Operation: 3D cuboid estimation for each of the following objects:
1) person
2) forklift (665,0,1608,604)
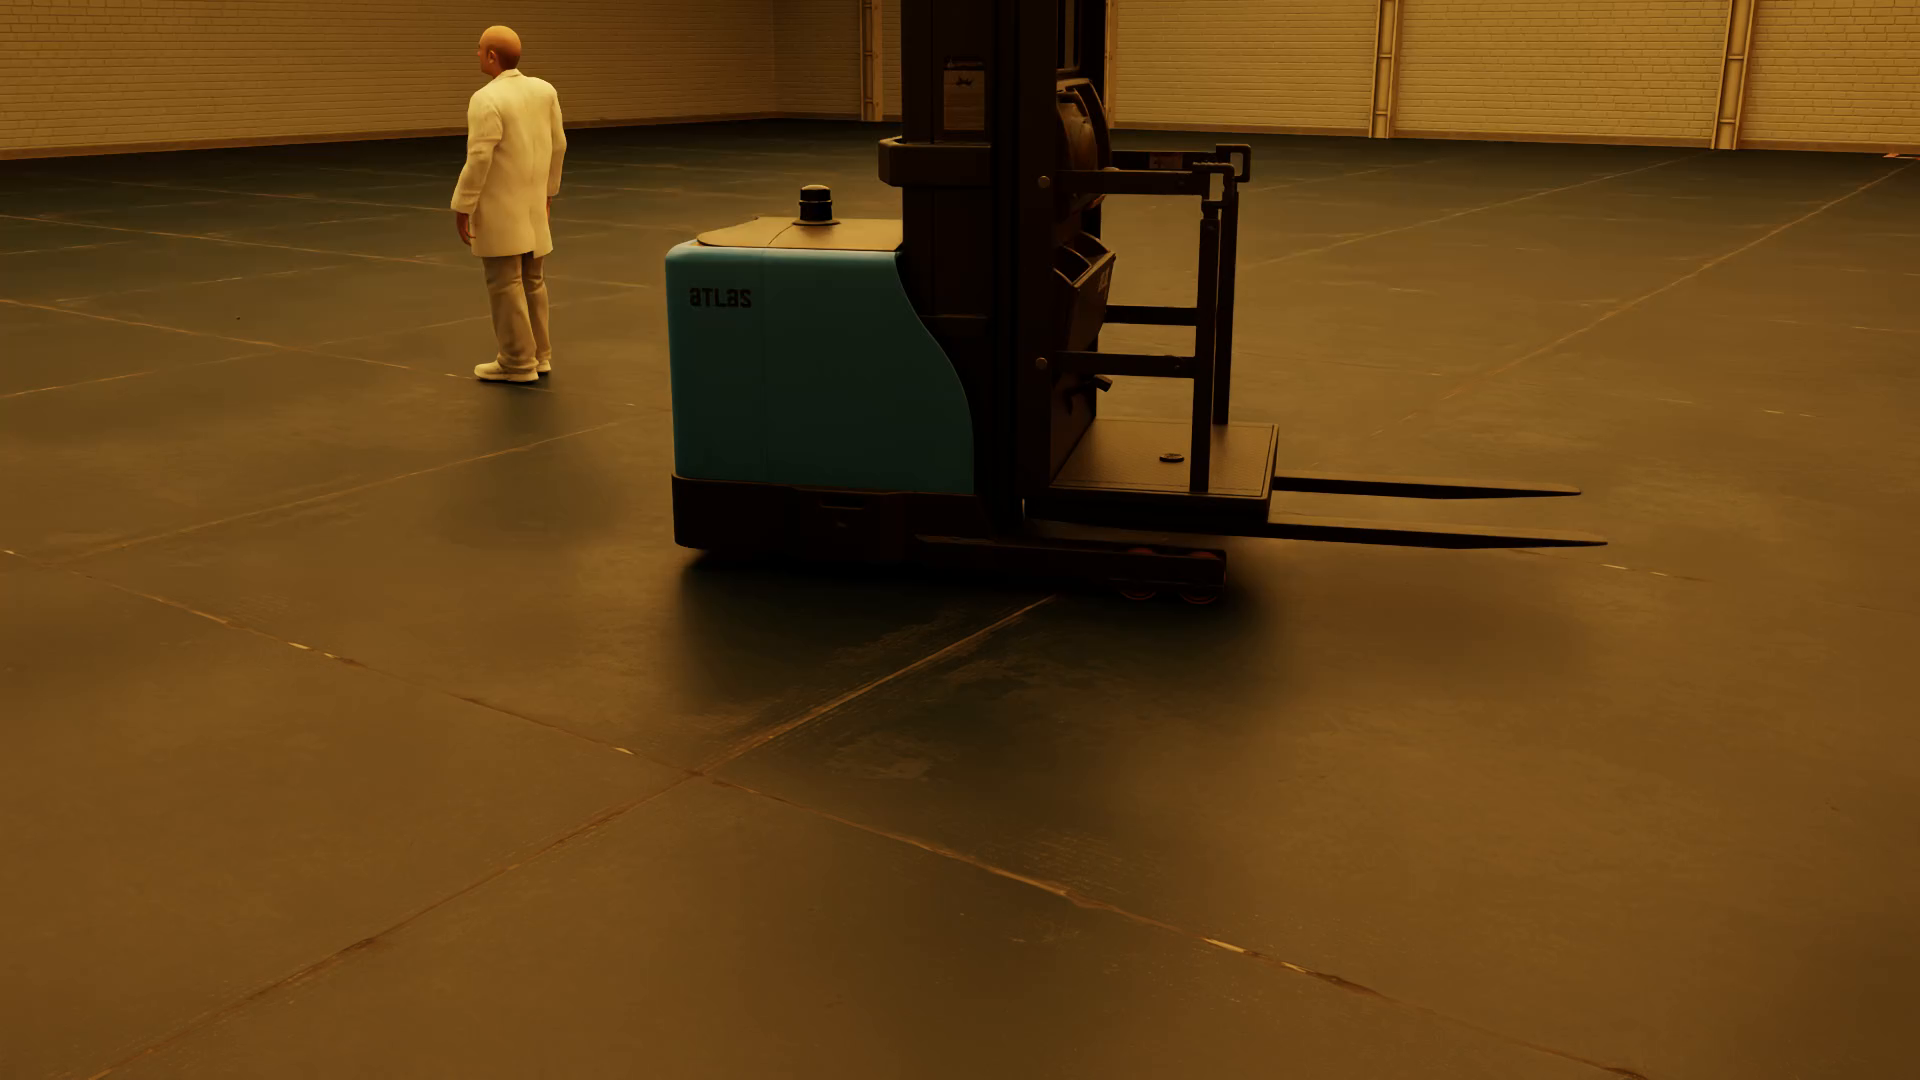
[{"bbox_3d":[-2.371,-1.701,8.509,0.582,1.776,0.695,10,19,29],"label":"person"},{"bbox_3d":[0.595,-1.367,5.404,3.031,2.935,1.130,4,17,12],"label":"forklift"}]
